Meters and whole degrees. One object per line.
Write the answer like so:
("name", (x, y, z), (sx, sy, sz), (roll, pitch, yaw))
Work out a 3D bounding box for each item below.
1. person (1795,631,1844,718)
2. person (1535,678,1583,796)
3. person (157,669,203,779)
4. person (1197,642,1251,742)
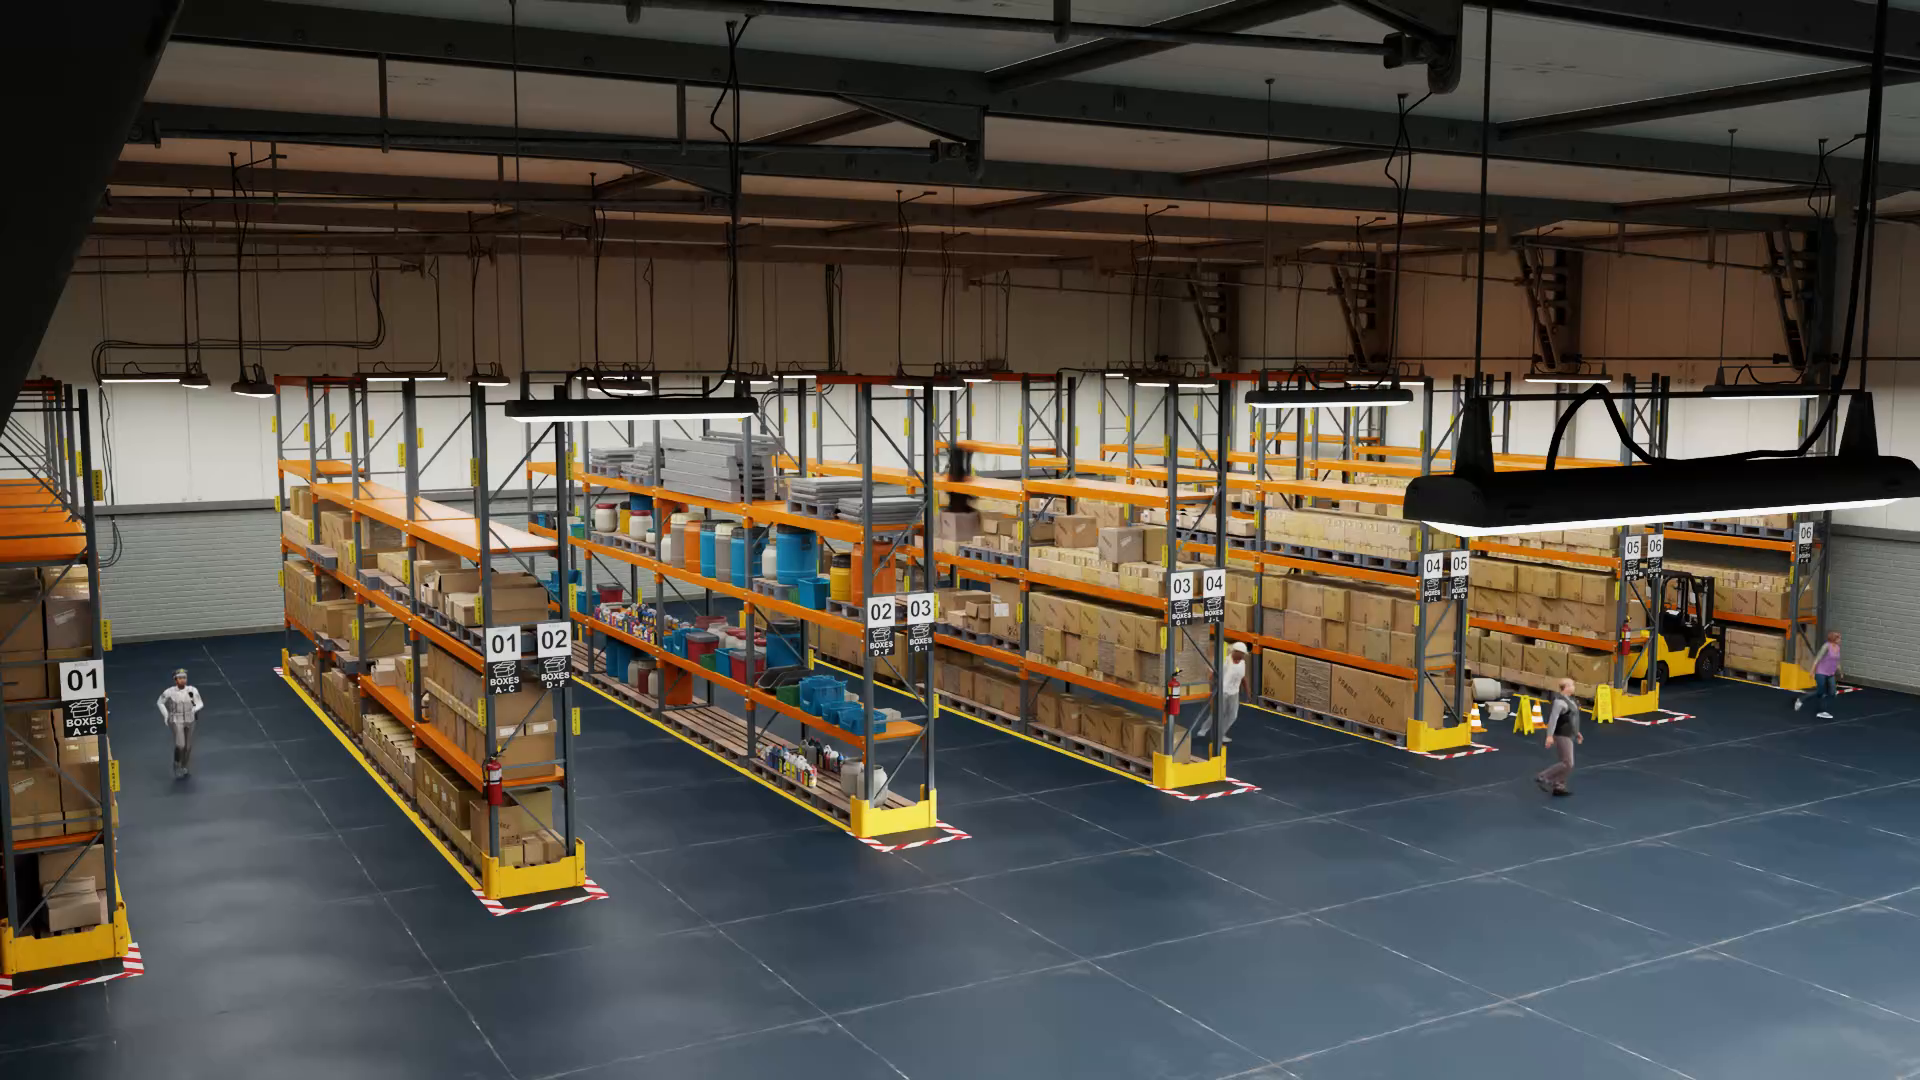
("person", (15.181, 2.353, 29.368), (0.597, 1.542, 0.616), (-4, 7, -31))
("person", (8.669, 2.846, 24.037), (0.571, 1.716, 0.643), (4, 7, 31))
("person", (-11.694, 2.755, 25.013), (0.603, 1.677, 0.642), (-5, 8, -36))
("person", (4.380, 2.489, 27.387), (0.832, 1.681, 0.699), (-4, 7, -32))
